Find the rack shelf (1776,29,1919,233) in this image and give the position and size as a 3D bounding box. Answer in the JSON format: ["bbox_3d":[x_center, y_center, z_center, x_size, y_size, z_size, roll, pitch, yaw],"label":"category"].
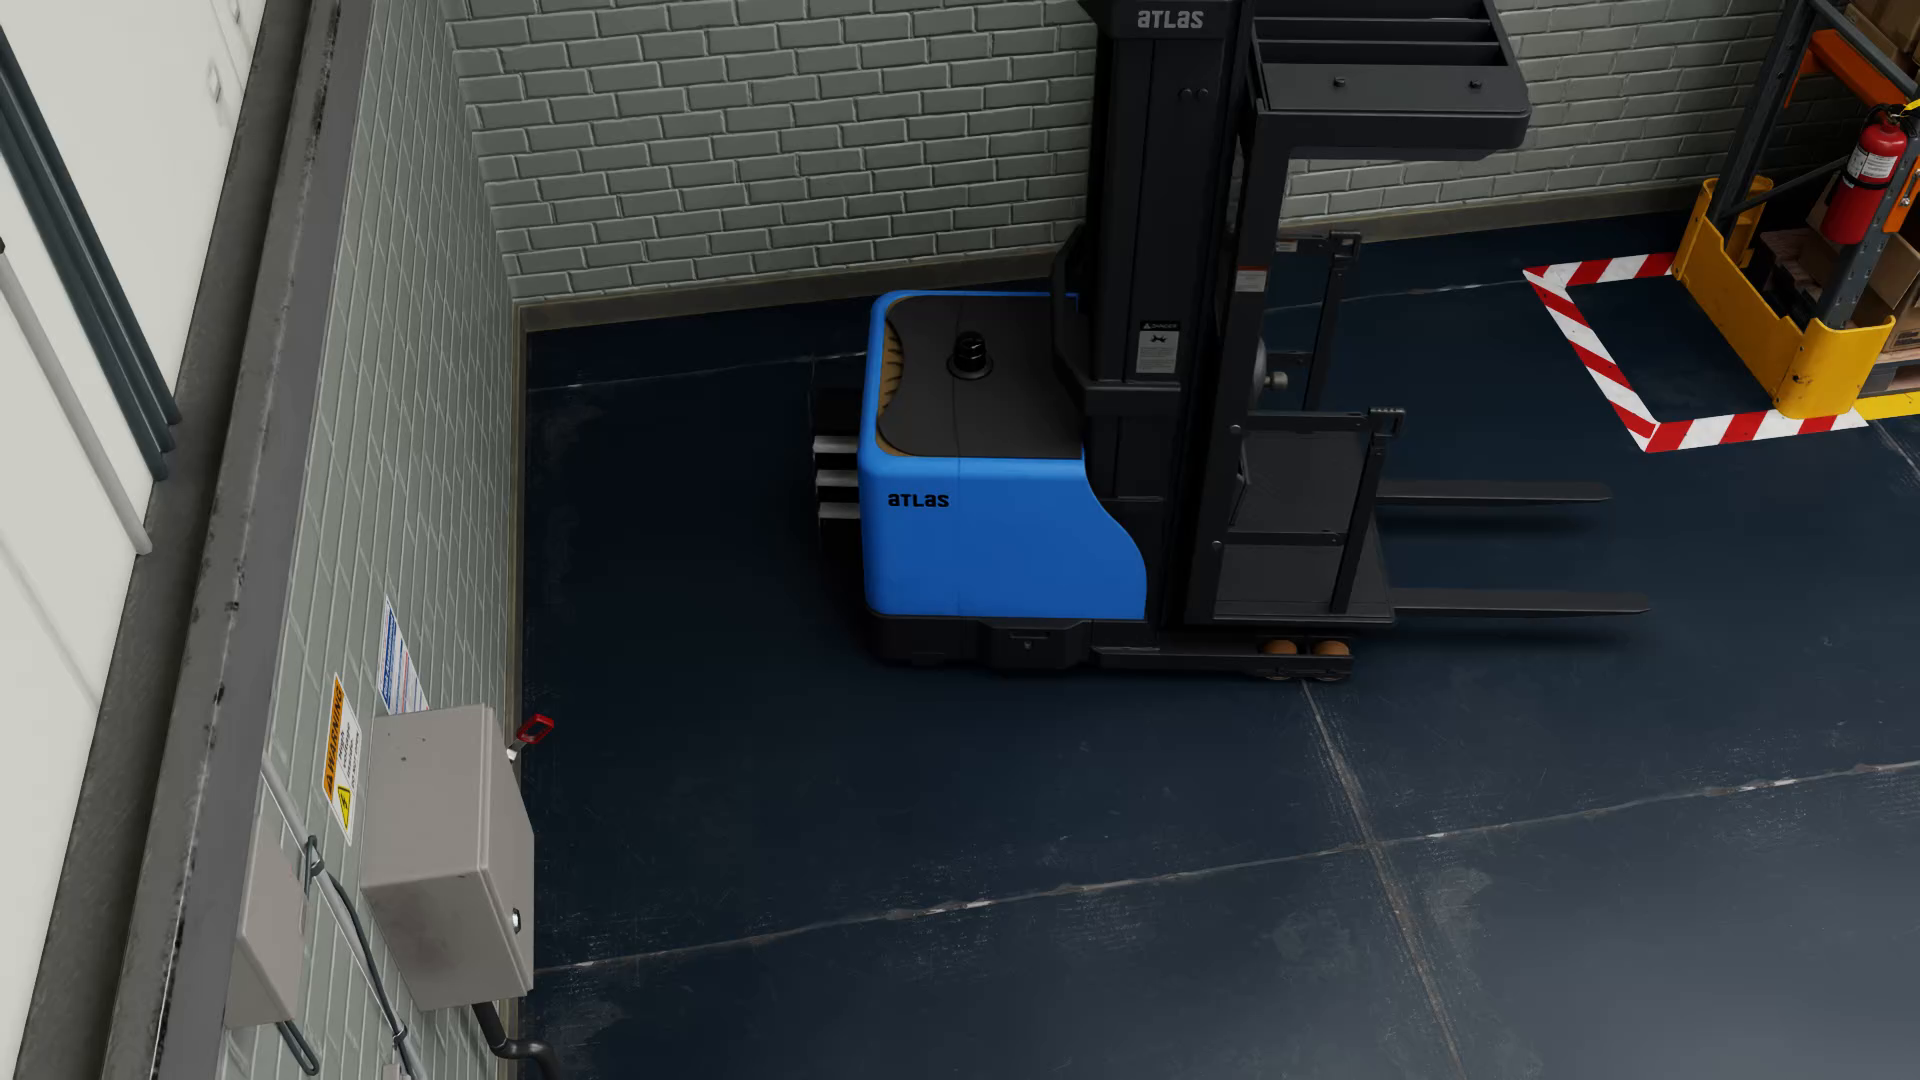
[{"bbox_3d":[5.670,-1.996,7.283,4.000,0.370,1.077,-7,46,-7],"label":"rack shelf"}]

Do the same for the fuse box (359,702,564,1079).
[{"bbox_3d":[-1.218,1.169,4.629,0.414,1.711,0.539,-7,46,-7],"label":"fuse box"}]

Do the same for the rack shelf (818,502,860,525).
[{"bbox_3d":[-0.466,-0.173,6.781,0.200,0.077,0.258,1,46,1],"label":"rack shelf"}]

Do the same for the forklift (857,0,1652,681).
[{"bbox_3d":[1.152,-0.864,5.740,3.031,2.935,1.130,1,46,1],"label":"forklift"}]

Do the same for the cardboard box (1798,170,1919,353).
[{"bbox_3d":[4.318,-1.288,7.543,0.637,0.503,0.797,-9,47,-8],"label":"cardboard box"}]

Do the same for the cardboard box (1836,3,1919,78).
[{"bbox_3d":[3.980,-2.144,7.101,0.250,0.149,0.380,-8,47,-7],"label":"cardboard box"}]

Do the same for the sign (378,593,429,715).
[{"bbox_3d":[-1.506,0.430,4.512,0.001,0.494,0.329,-7,46,-7],"label":"sign"}]

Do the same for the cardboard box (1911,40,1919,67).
[{"bbox_3d":[4.192,-1.916,6.604,0.500,0.250,0.500,-7,46,-7],"label":"cardboard box"}]

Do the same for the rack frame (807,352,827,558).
[{"bbox_3d":[-0.568,-0.323,6.630,0.006,0.900,0.240,1,46,1],"label":"rack frame"}]

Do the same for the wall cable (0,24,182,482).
[{"bbox_3d":[-1.571,-2.190,2.779,0.133,3.039,2.988,-7,46,-7],"label":"wall cable"}]

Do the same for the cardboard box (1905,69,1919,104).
[{"bbox_3d":[4.070,-1.759,6.729,0.250,0.149,0.380,-7,47,-7],"label":"cardboard box"}]

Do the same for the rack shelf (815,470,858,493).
[{"bbox_3d":[-0.466,-0.298,6.652,0.200,0.077,0.258,1,46,1],"label":"rack shelf"}]

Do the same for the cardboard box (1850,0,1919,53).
[{"bbox_3d":[4.107,-2.296,6.970,0.500,0.250,0.500,-6,46,-6],"label":"cardboard box"}]

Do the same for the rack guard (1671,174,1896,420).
[{"bbox_3d":[3.774,-1.143,7.697,0.348,0.500,1.175,-7,46,-7],"label":"rack guard"}]

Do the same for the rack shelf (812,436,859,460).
[{"bbox_3d":[-0.466,-0.423,6.522,0.200,0.077,0.258,1,46,1],"label":"rack shelf"}]

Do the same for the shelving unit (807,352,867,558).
[{"bbox_3d":[-0.466,-0.321,6.628,0.210,0.900,0.258,1,46,1],"label":"shelving unit"}]

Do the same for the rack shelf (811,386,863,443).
[{"bbox_3d":[-0.466,-0.486,6.457,0.200,0.077,0.258,1,46,1],"label":"rack shelf"}]

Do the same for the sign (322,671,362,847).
[{"bbox_3d":[-1.412,0.500,3.805,0.001,0.242,0.339,-7,46,-7],"label":"sign"}]

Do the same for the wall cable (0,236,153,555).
[{"bbox_3d":[-1.134,-0.196,0.883,0.029,3.000,2.355,-7,46,-7],"label":"wall cable"}]

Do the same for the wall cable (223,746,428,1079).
[{"bbox_3d":[-1.257,0.873,3.314,0.122,1.984,0.588,-7,46,-7],"label":"wall cable"}]

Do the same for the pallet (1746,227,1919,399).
[{"bbox_3d":[4.559,-1.141,7.896,1.213,0.211,1.003,-7,46,-7],"label":"pallet"}]

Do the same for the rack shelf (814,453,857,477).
[{"bbox_3d":[-0.466,-0.361,6.587,0.200,0.077,0.258,1,46,1],"label":"rack shelf"}]

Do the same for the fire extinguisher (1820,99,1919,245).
[{"bbox_3d":[3.633,-1.498,6.616,0.183,0.674,0.296,-7,46,-7],"label":"fire extinguisher"}]

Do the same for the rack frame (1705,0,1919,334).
[{"bbox_3d":[3.699,-2.000,6.788,0.127,3.000,1.000,-7,46,-7],"label":"rack frame"}]

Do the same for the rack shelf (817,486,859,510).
[{"bbox_3d":[-0.466,-0.236,6.717,0.200,0.077,0.258,1,46,1],"label":"rack shelf"}]

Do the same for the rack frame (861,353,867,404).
[{"bbox_3d":[-0.365,-0.320,6.626,0.006,0.900,0.240,1,46,1],"label":"rack frame"}]
